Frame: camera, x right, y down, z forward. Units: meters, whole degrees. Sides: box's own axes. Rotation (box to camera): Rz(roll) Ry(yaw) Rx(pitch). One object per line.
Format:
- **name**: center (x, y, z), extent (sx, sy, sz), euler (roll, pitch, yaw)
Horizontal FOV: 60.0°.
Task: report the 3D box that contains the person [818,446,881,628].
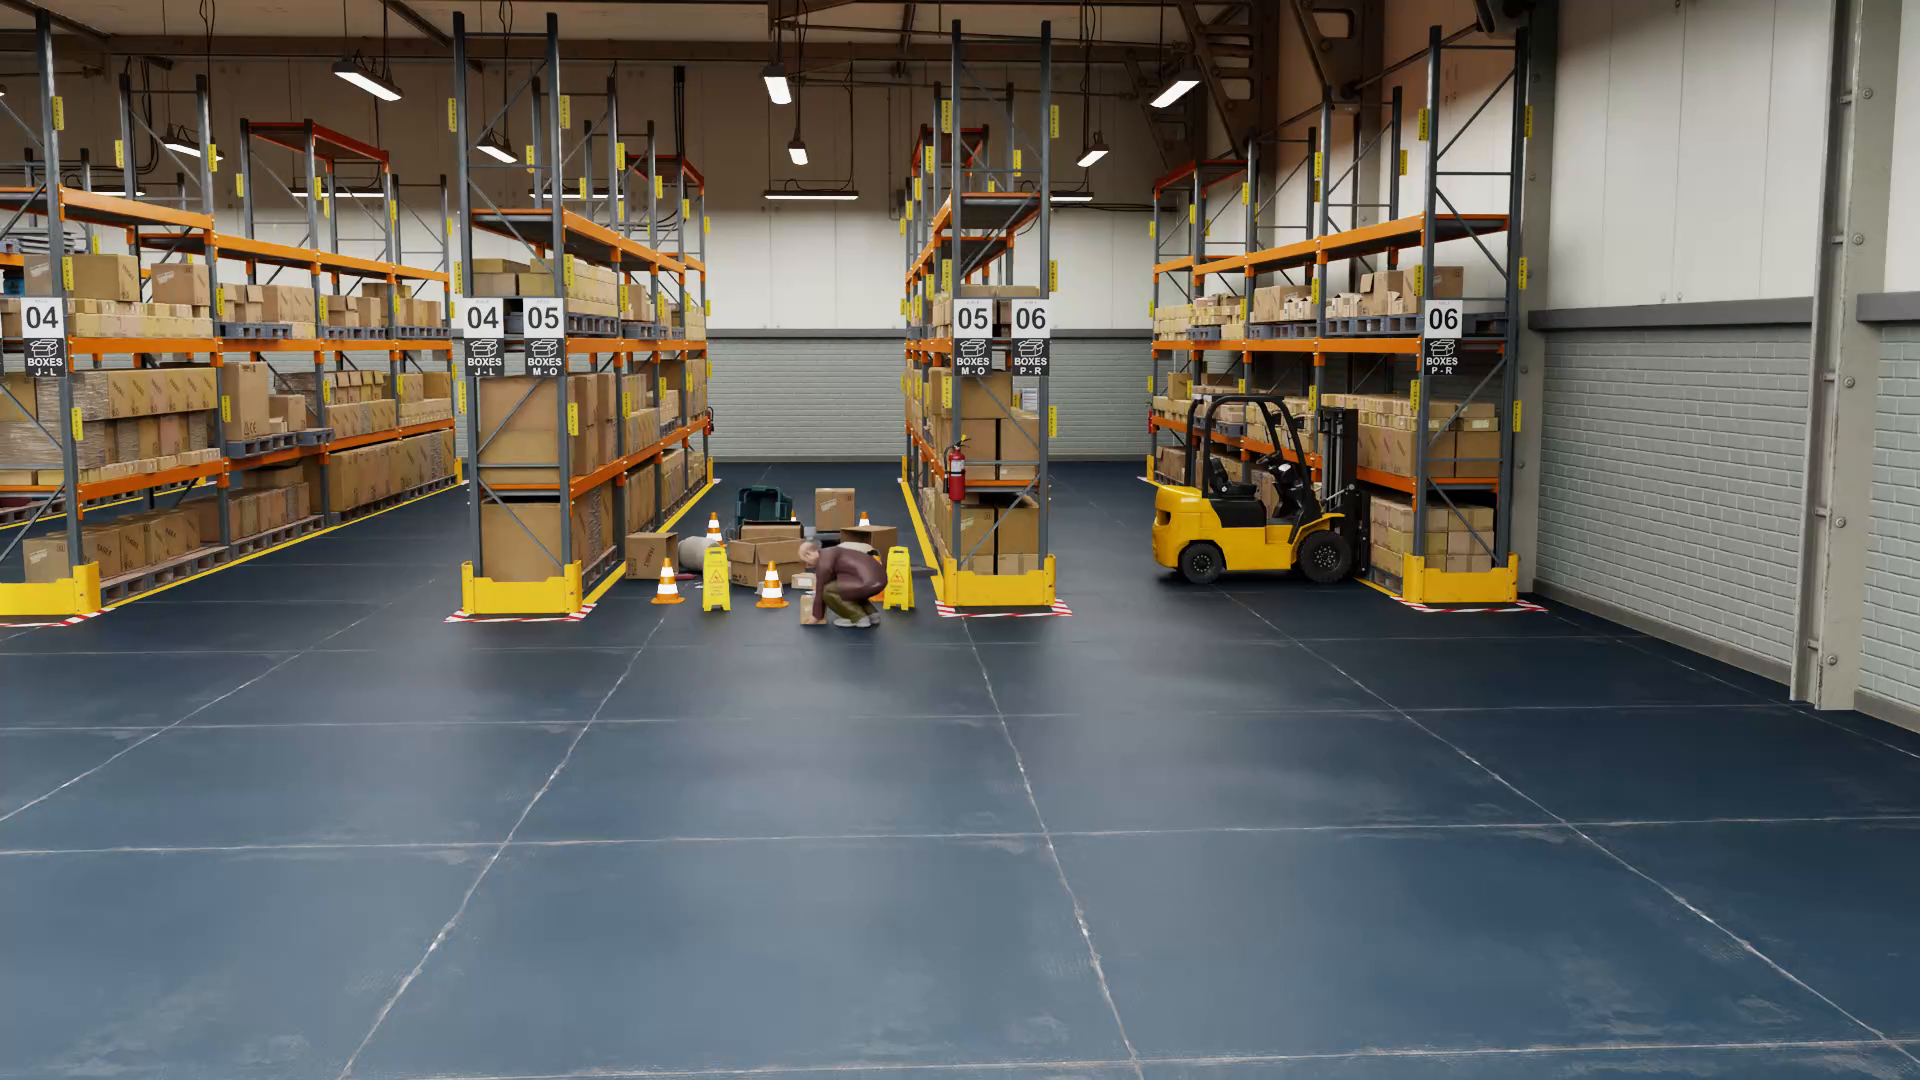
- **person**: center (-1.075, -0.040, 16.248), extent (0.594, 1.760, 0.530), euler (3, 7, 20)
